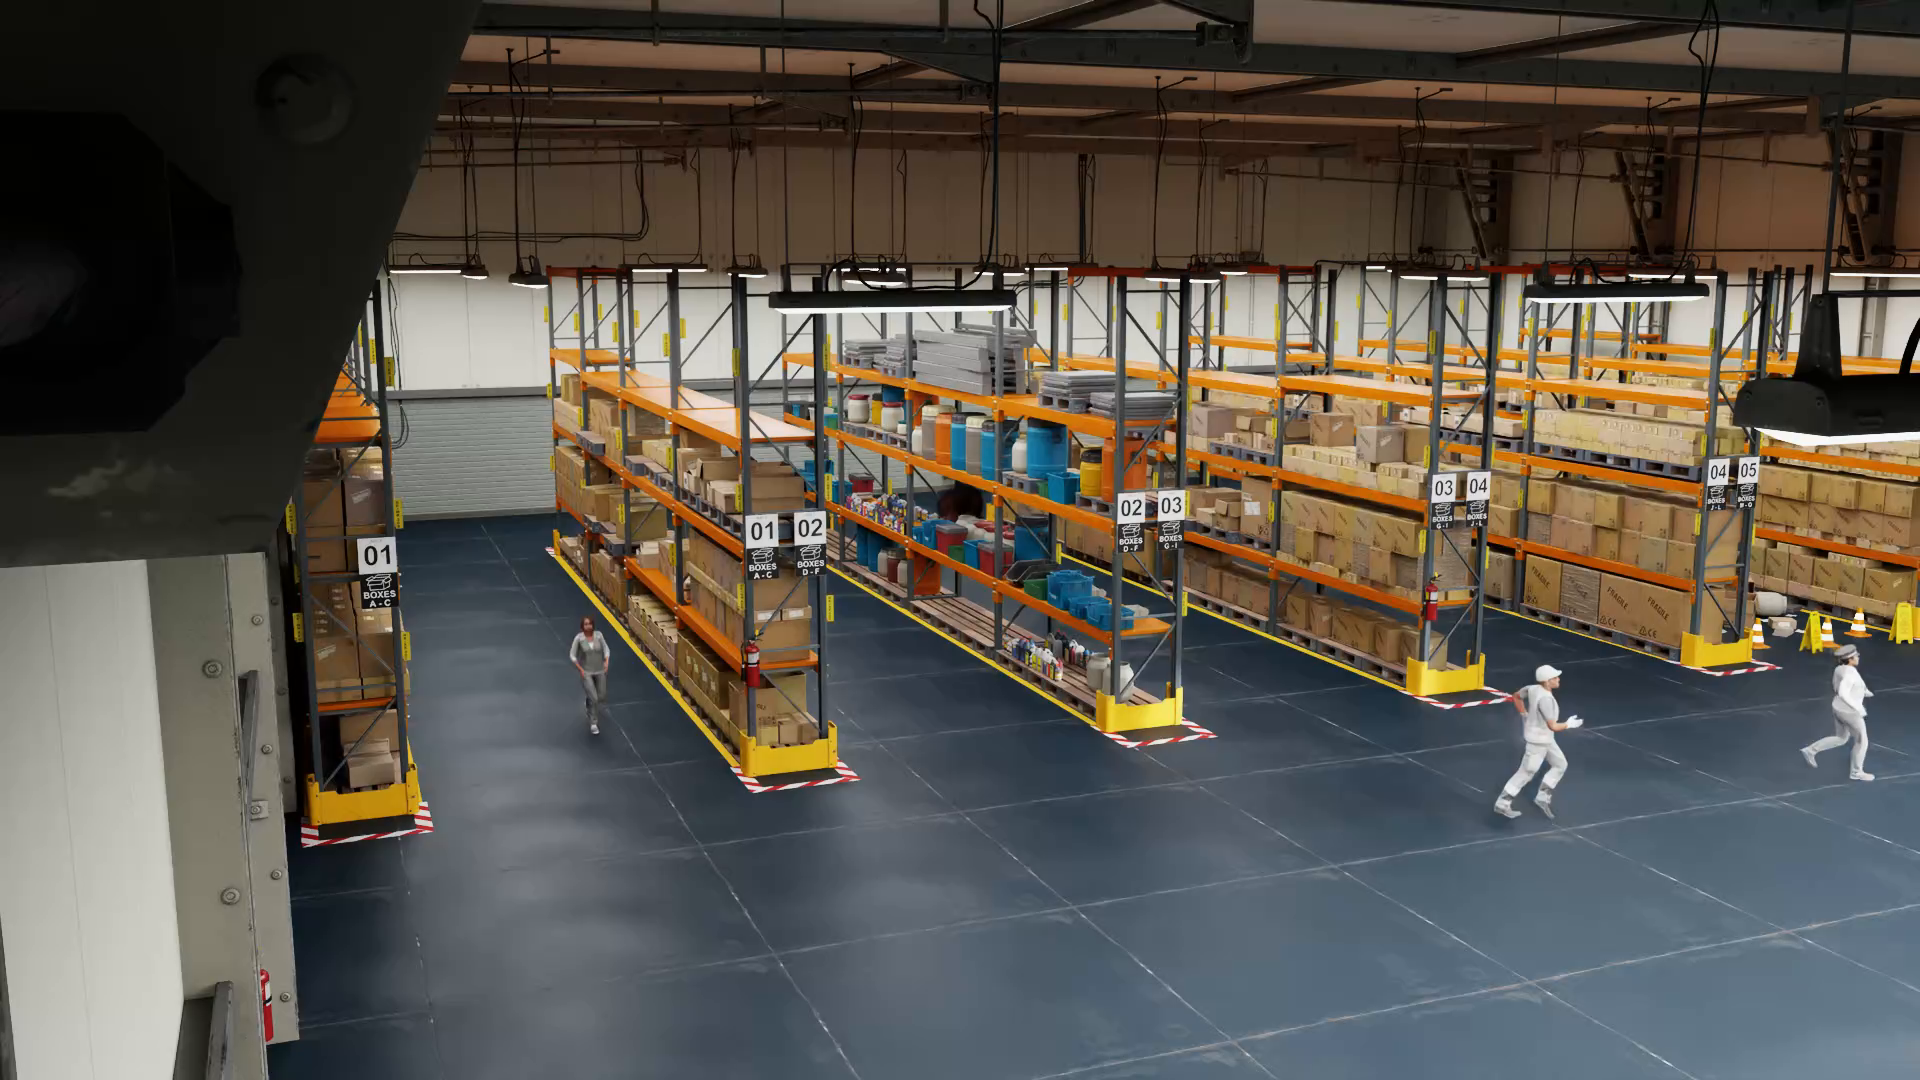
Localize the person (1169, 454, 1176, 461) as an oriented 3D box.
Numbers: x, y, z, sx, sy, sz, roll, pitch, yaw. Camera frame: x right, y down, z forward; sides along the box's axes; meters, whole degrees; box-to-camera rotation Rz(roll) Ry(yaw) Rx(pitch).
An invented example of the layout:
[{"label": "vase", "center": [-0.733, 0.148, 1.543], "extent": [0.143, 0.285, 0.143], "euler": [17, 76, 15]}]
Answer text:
[{"label": "person", "center": [5.337, -1.658, 41.492], "extent": [0.724, 1.651, 0.624], "euler": [0, 10, 2]}]

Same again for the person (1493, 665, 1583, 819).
[{"label": "person", "center": [6.446, 2.257, 18.550], "extent": [0.898, 1.795, 0.673], "euler": [2, 10, 12]}]

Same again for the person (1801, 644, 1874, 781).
[{"label": "person", "center": [10.631, 2.062, 20.000], "extent": [0.823, 1.666, 0.626], "euler": [1, 10, 8]}]

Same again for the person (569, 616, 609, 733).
[{"label": "person", "center": [-4.916, 1.763, 22.103], "extent": [0.536, 1.568, 0.506], "euler": [-5, 11, -27]}]
